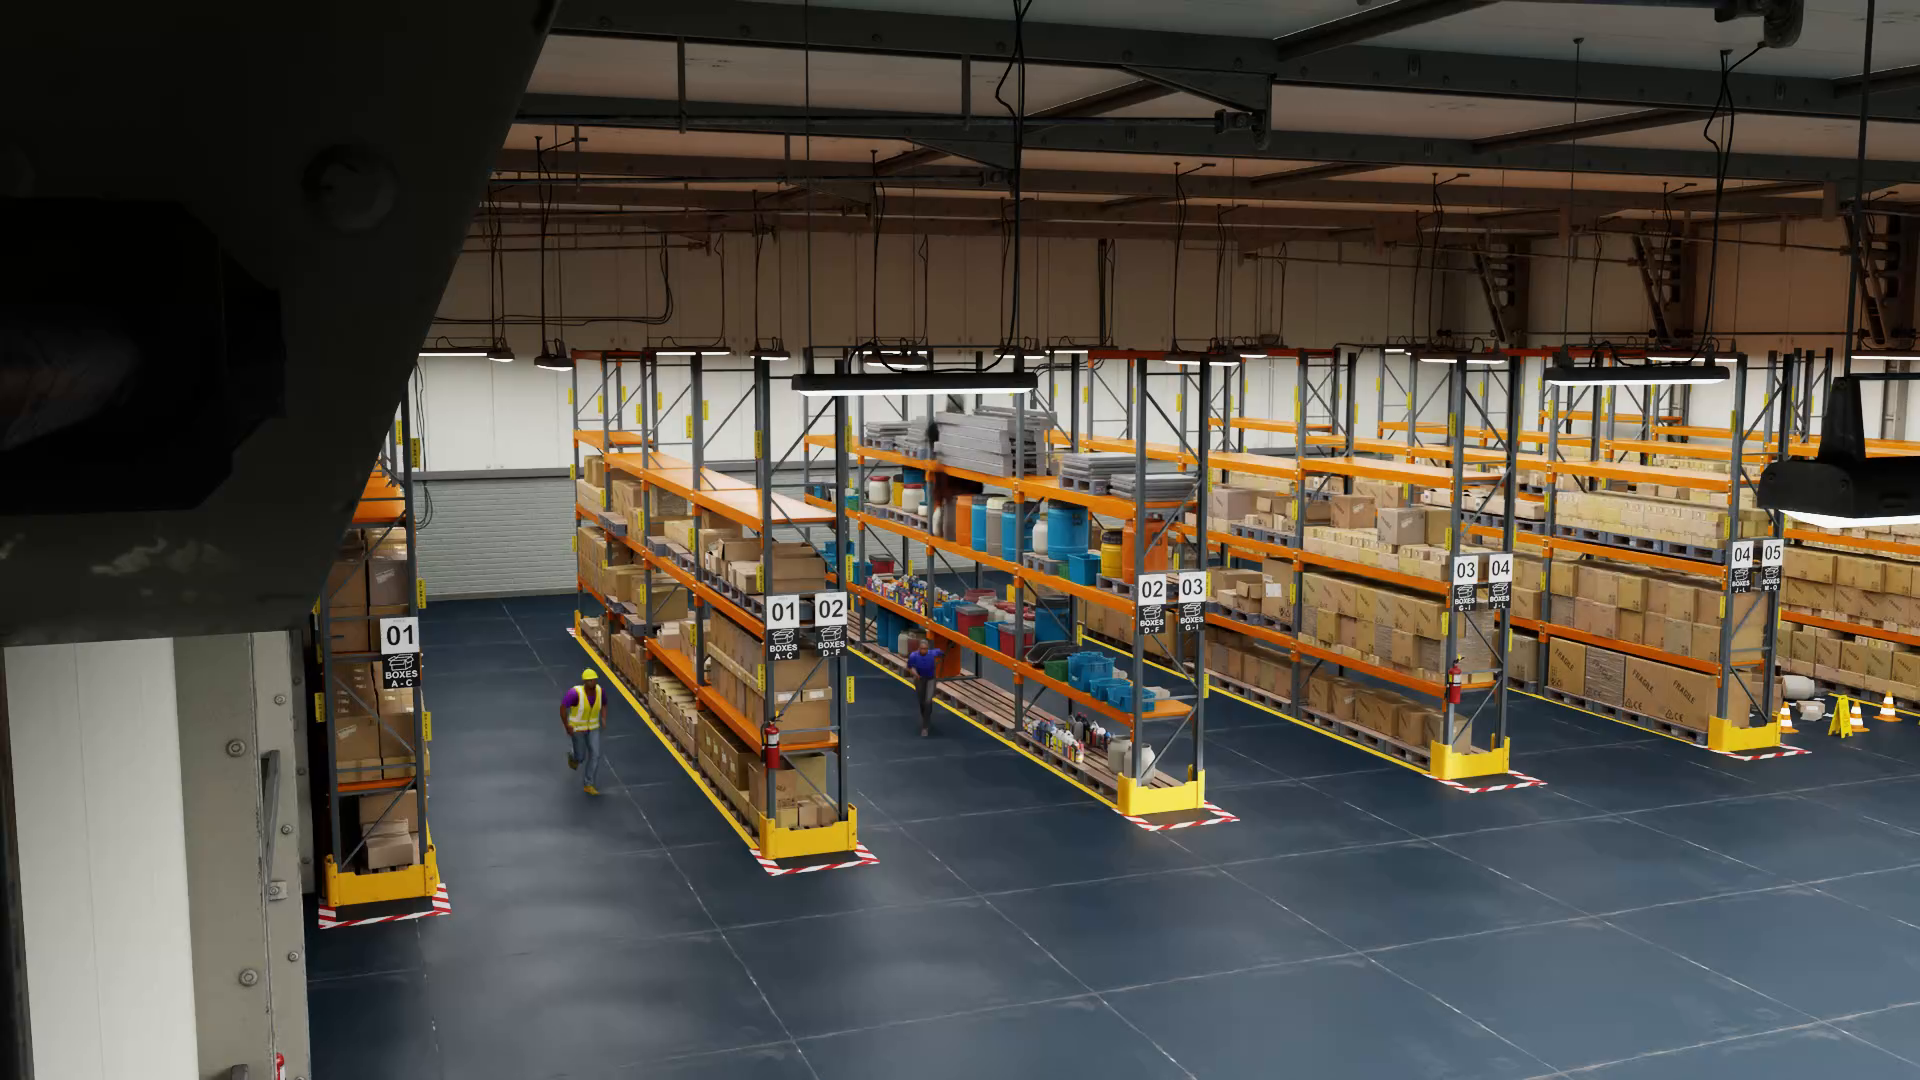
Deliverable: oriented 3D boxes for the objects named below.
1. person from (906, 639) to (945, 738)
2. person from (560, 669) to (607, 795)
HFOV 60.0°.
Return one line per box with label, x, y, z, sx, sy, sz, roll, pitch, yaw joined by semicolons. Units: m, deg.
person;-0.541;2.304;26.447;0.618;1.614;0.958;0;7;1
person;-5.238;2.629;23.157;0.712;1.742;0.870;-5;9;-34
